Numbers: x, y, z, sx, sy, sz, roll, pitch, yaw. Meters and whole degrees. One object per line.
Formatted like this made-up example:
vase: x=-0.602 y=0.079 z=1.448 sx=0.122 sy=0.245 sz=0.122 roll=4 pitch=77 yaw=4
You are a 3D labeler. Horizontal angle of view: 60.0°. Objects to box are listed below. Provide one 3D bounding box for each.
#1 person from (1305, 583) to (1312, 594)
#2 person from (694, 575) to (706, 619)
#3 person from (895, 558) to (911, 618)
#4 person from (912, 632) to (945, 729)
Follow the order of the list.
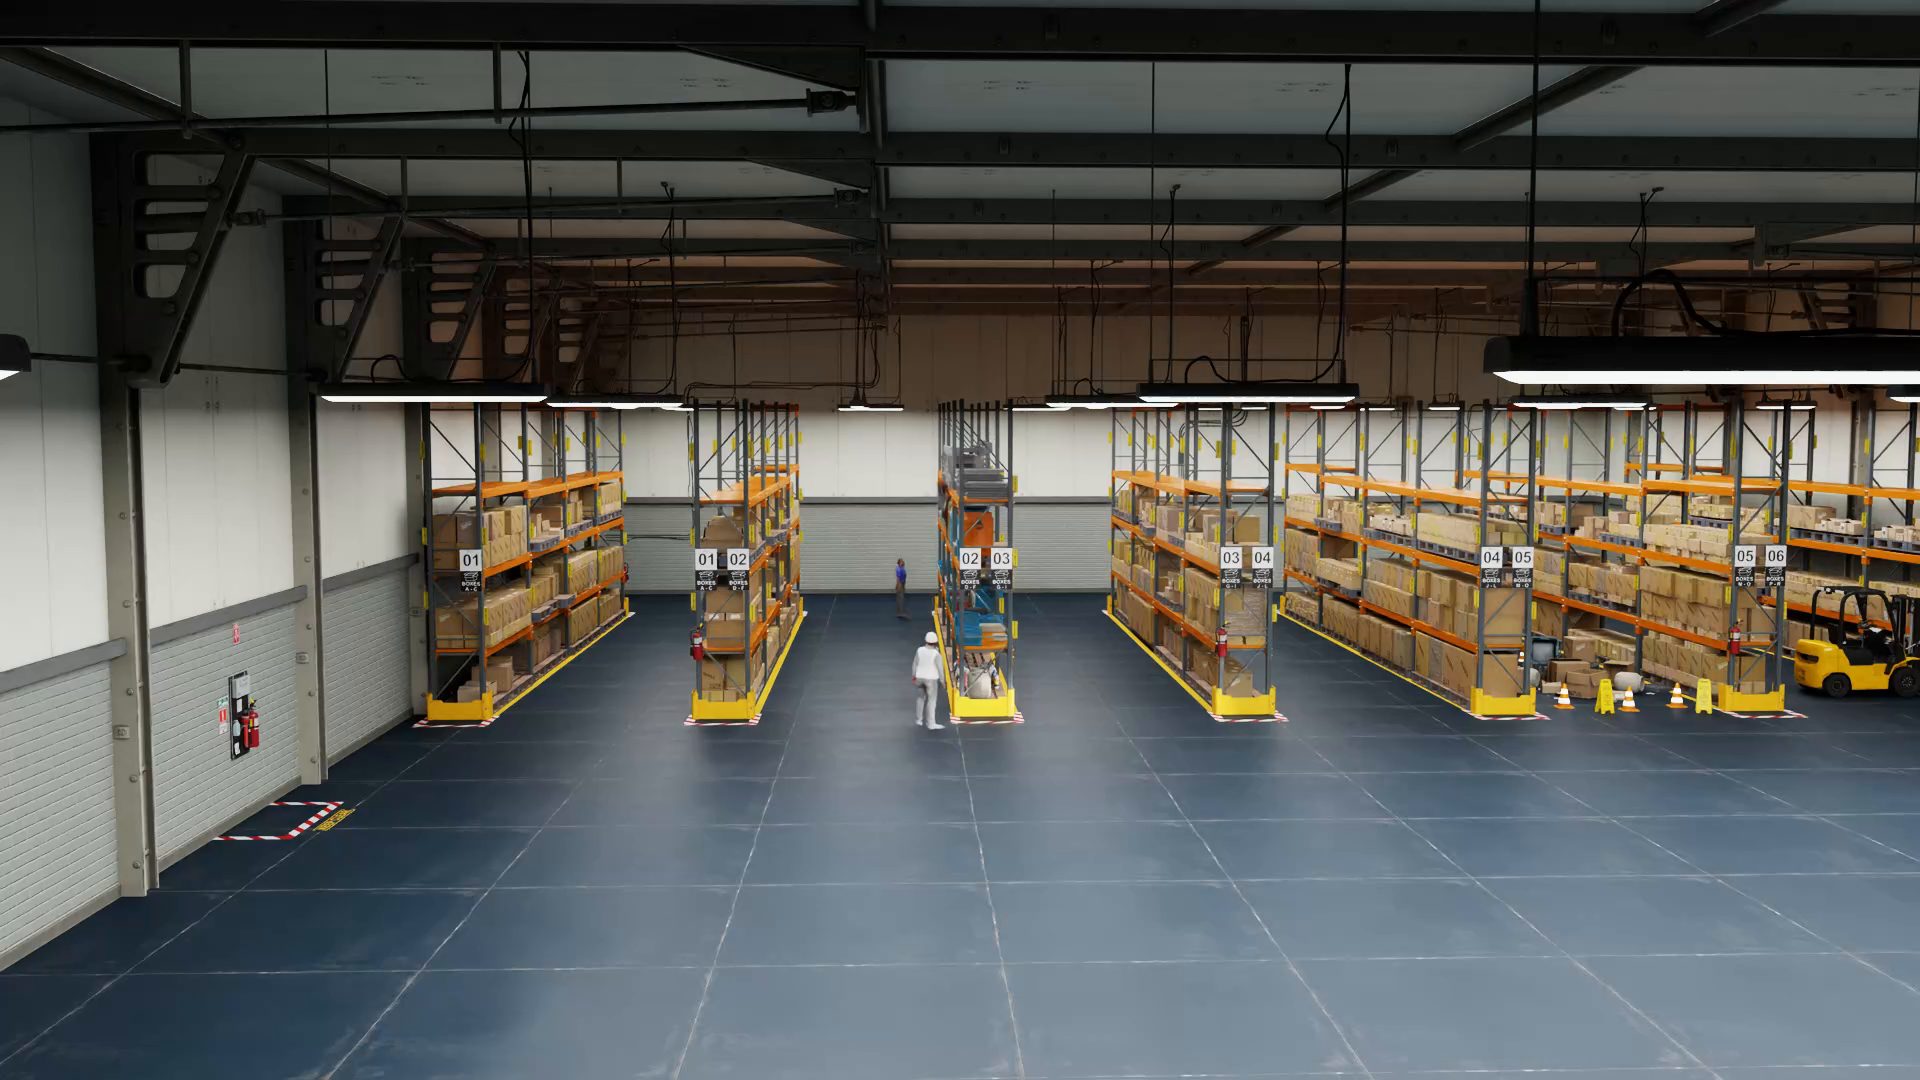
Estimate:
person: x=10.535 y=1.078 z=49.394 sx=0.660 sy=1.770 sz=0.847 roll=-1 pitch=5 yaw=-16
person: x=-7.170 y=1.373 z=46.702 sx=0.614 sy=1.721 sz=0.744 roll=0 pitch=4 yaw=6
person: x=-1.603 y=1.352 z=46.843 sx=0.498 sy=1.661 sz=0.471 roll=1 pitch=4 yaw=13
person: x=-0.603 y=2.561 z=30.325 sx=0.695 sy=1.802 sz=0.475 roll=3 pitch=5 yaw=36
